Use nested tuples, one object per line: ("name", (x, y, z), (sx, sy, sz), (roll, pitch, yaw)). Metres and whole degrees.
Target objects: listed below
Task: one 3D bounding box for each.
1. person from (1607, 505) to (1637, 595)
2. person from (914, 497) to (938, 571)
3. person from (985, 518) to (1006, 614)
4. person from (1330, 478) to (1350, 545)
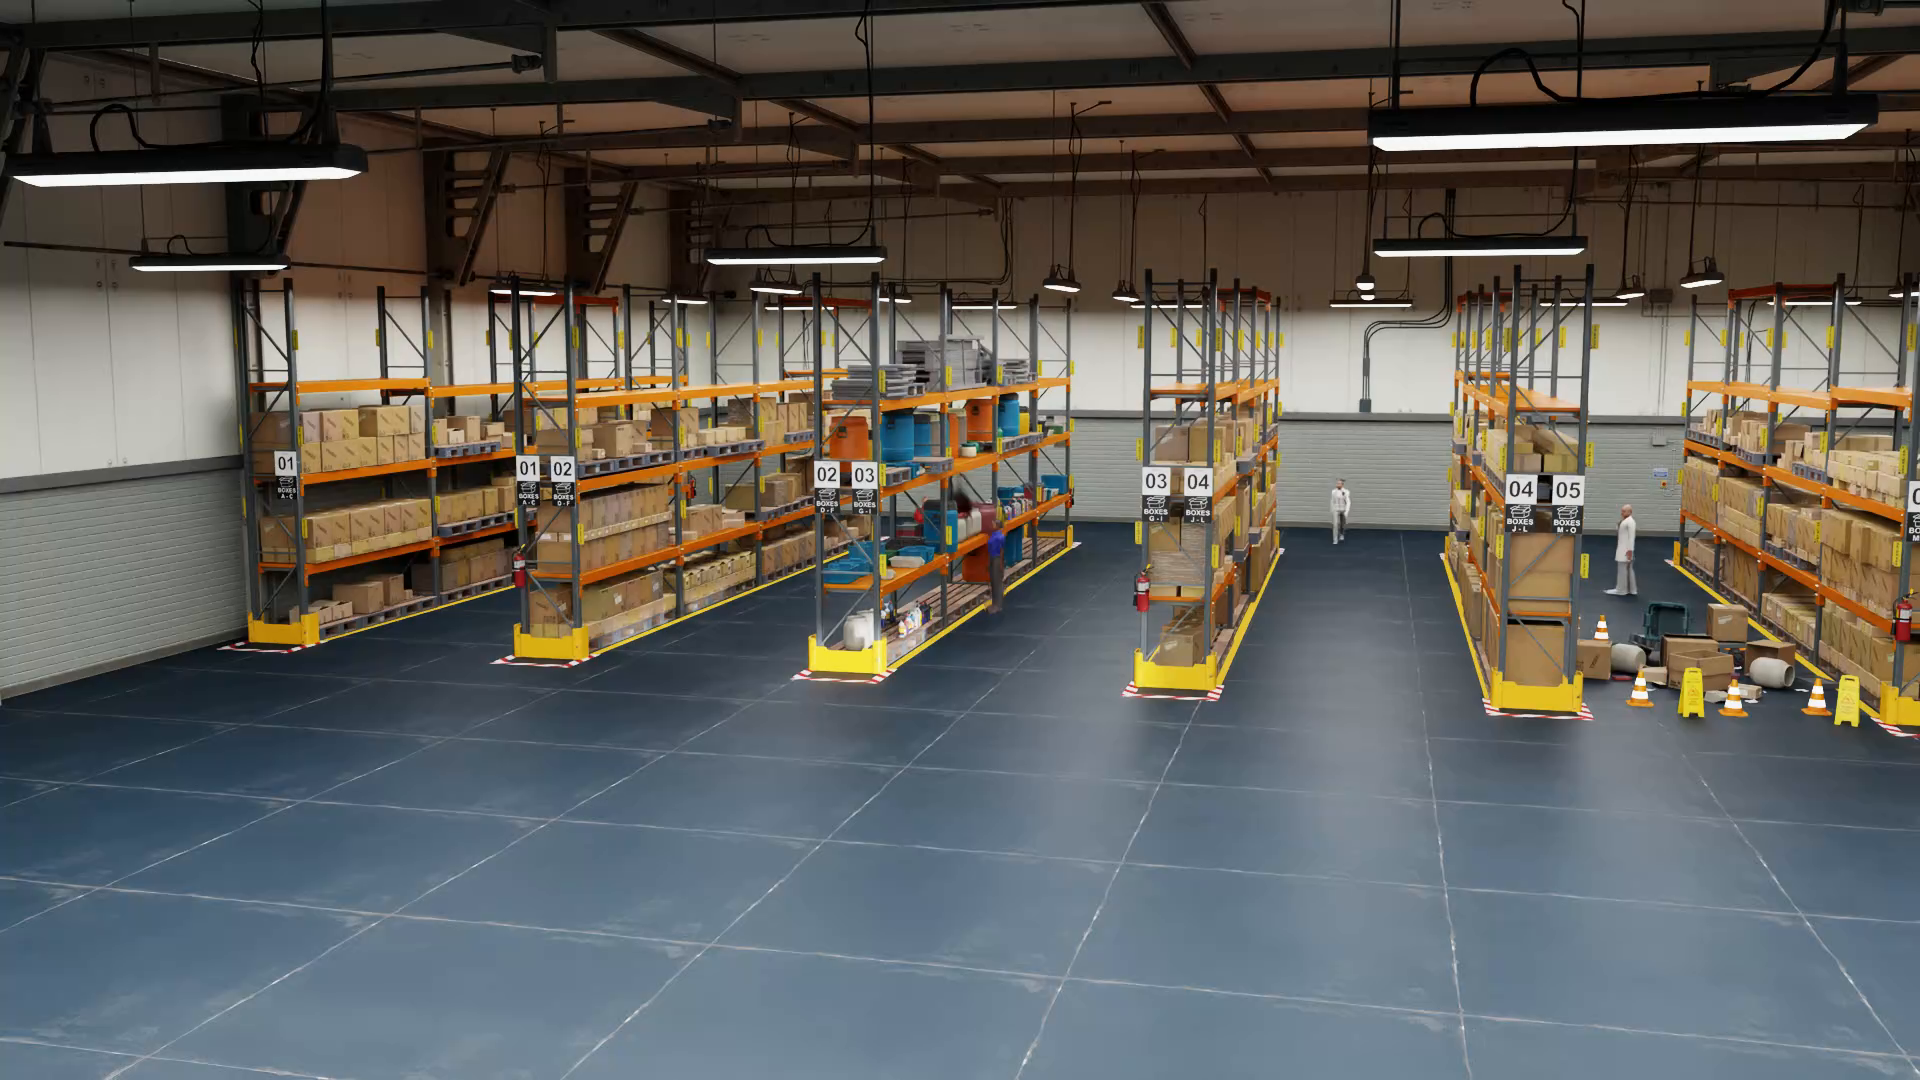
("person", (13.137, 0.188, 32.856), (0.523, 1.780, 0.593), (4, 8, 31))
("person", (-0.762, -0.093, 35.545), (0.671, 1.673, 1.082), (2, 7, 15))
("person", (0.617, 0.505, 29.846), (0.376, 1.570, 0.499), (-2, 7, -17))
("person", (9.357, -0.718, 40.935), (0.468, 1.630, 0.975), (1, 7, 9))
